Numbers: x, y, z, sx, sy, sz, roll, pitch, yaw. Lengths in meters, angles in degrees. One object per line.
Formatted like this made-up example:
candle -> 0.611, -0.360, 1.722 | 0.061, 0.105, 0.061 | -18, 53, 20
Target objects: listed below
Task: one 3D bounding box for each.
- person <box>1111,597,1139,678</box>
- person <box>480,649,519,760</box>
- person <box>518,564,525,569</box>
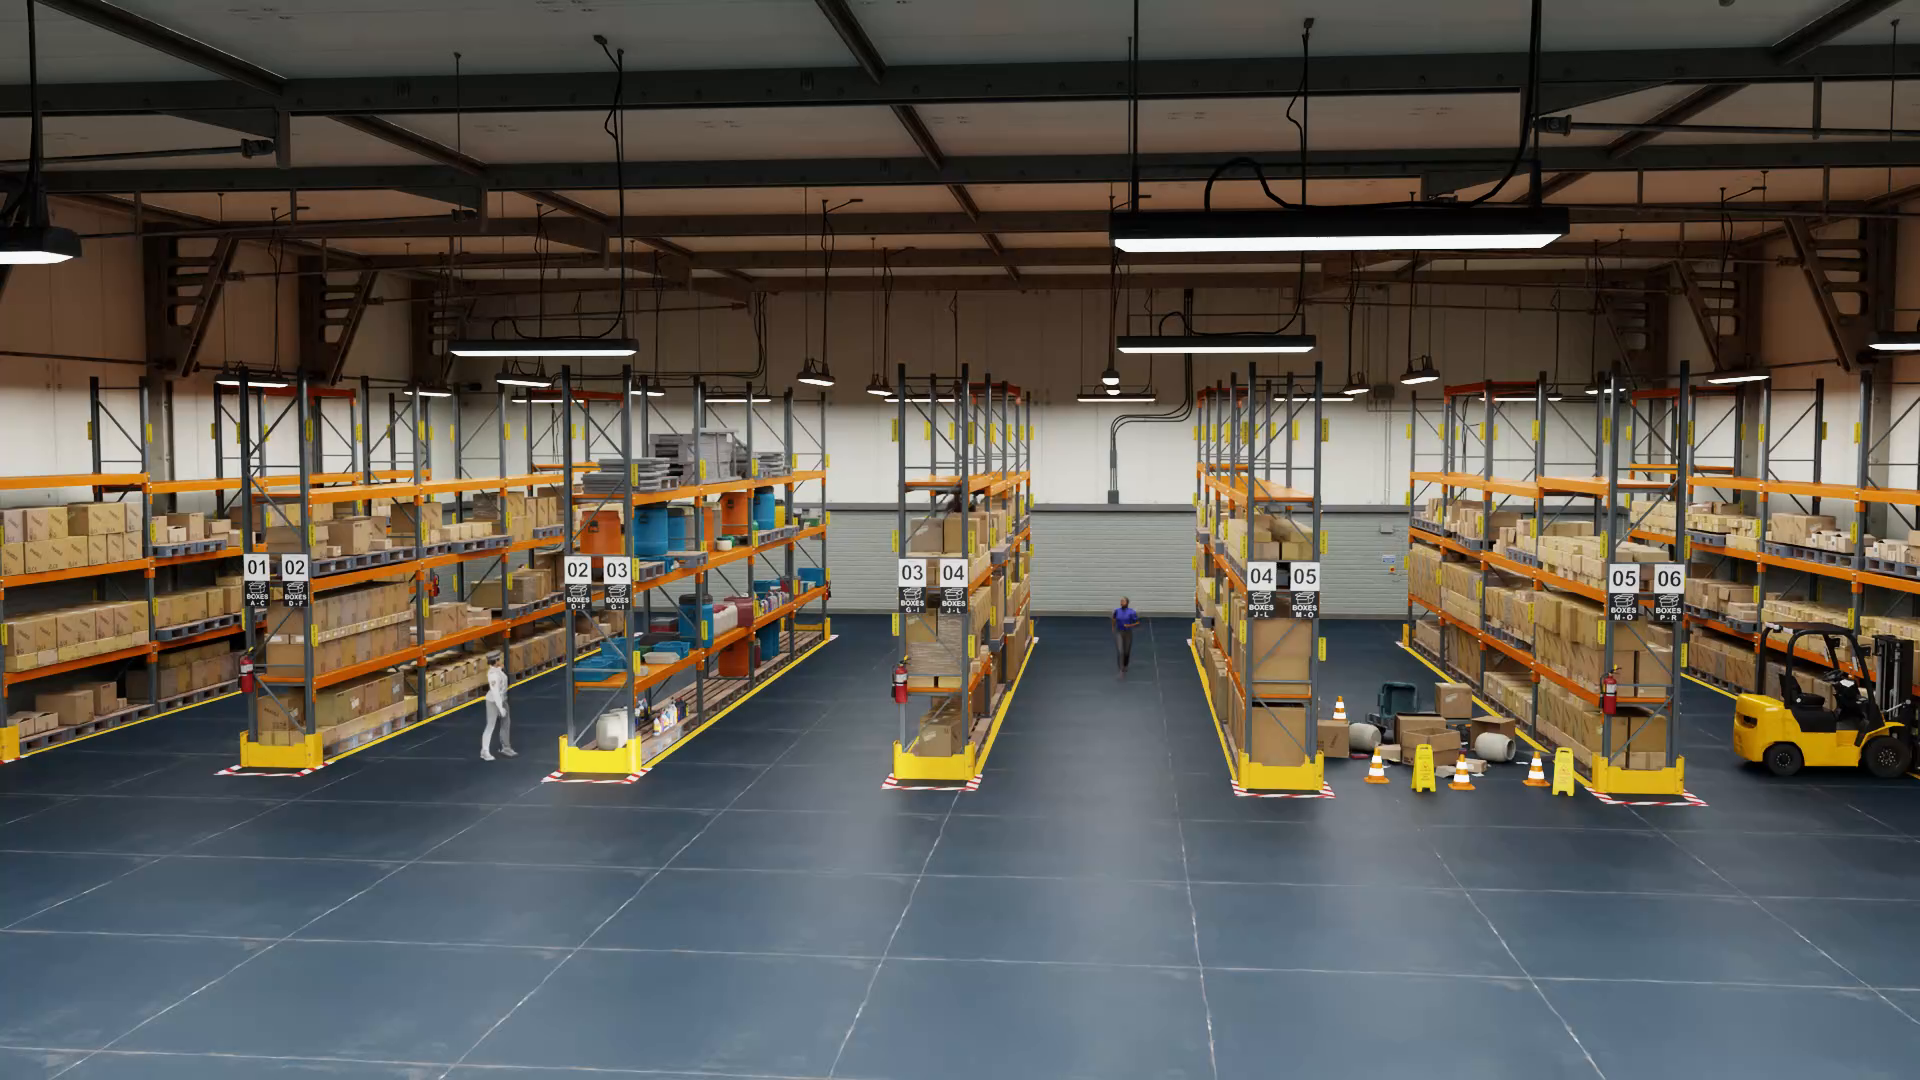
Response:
person -> 3.393, 1.969, 34.128 | 0.574, 1.607, 1.006 | 0, 4, 5
person -> -7.120, 2.537, 25.619 | 0.461, 1.727, 0.605 | 0, 4, 6
person -> -11.272, 1.430, 42.618 | 0.660, 1.642, 0.465 | 0, 4, 6
